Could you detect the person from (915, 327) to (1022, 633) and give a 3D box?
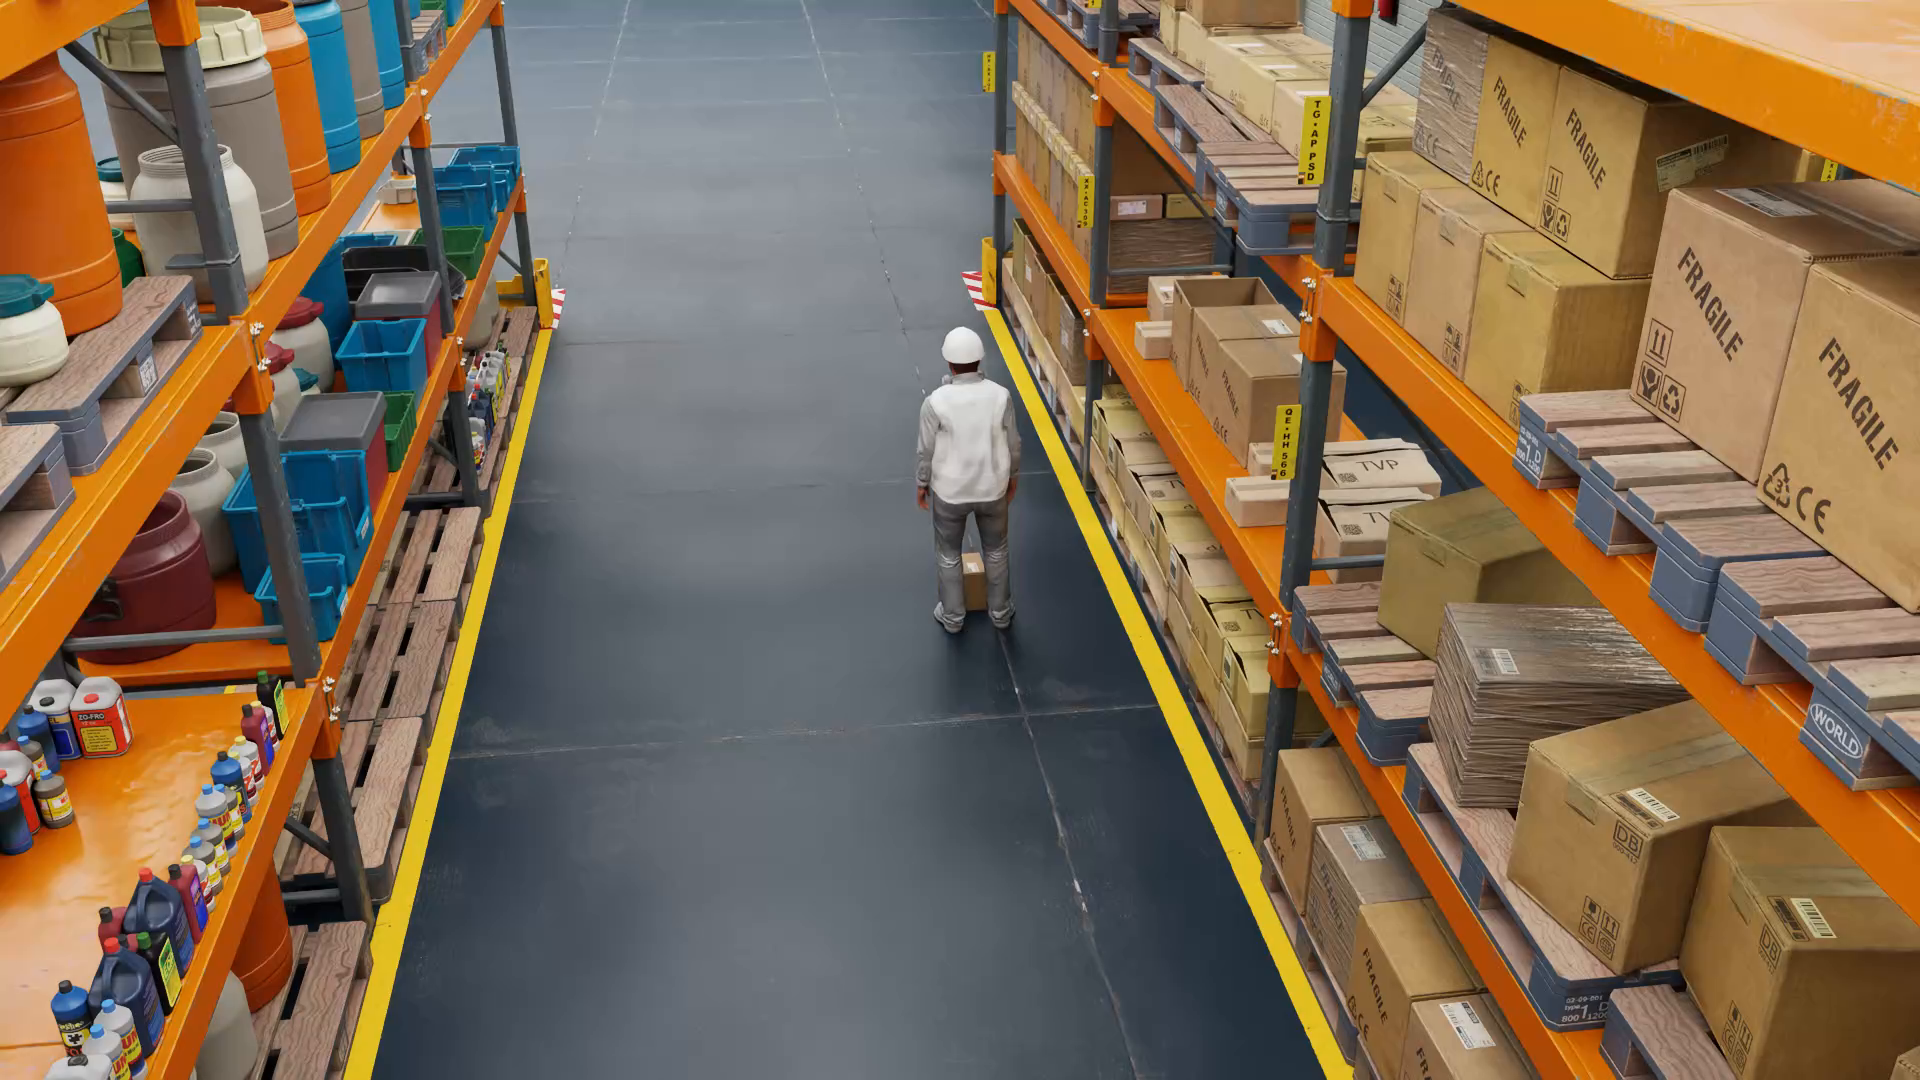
[{"bbox_3d":[0.047,-0.313,9.201,0.592,1.773,0.458,-5,27,-9],"label":"person"}]
